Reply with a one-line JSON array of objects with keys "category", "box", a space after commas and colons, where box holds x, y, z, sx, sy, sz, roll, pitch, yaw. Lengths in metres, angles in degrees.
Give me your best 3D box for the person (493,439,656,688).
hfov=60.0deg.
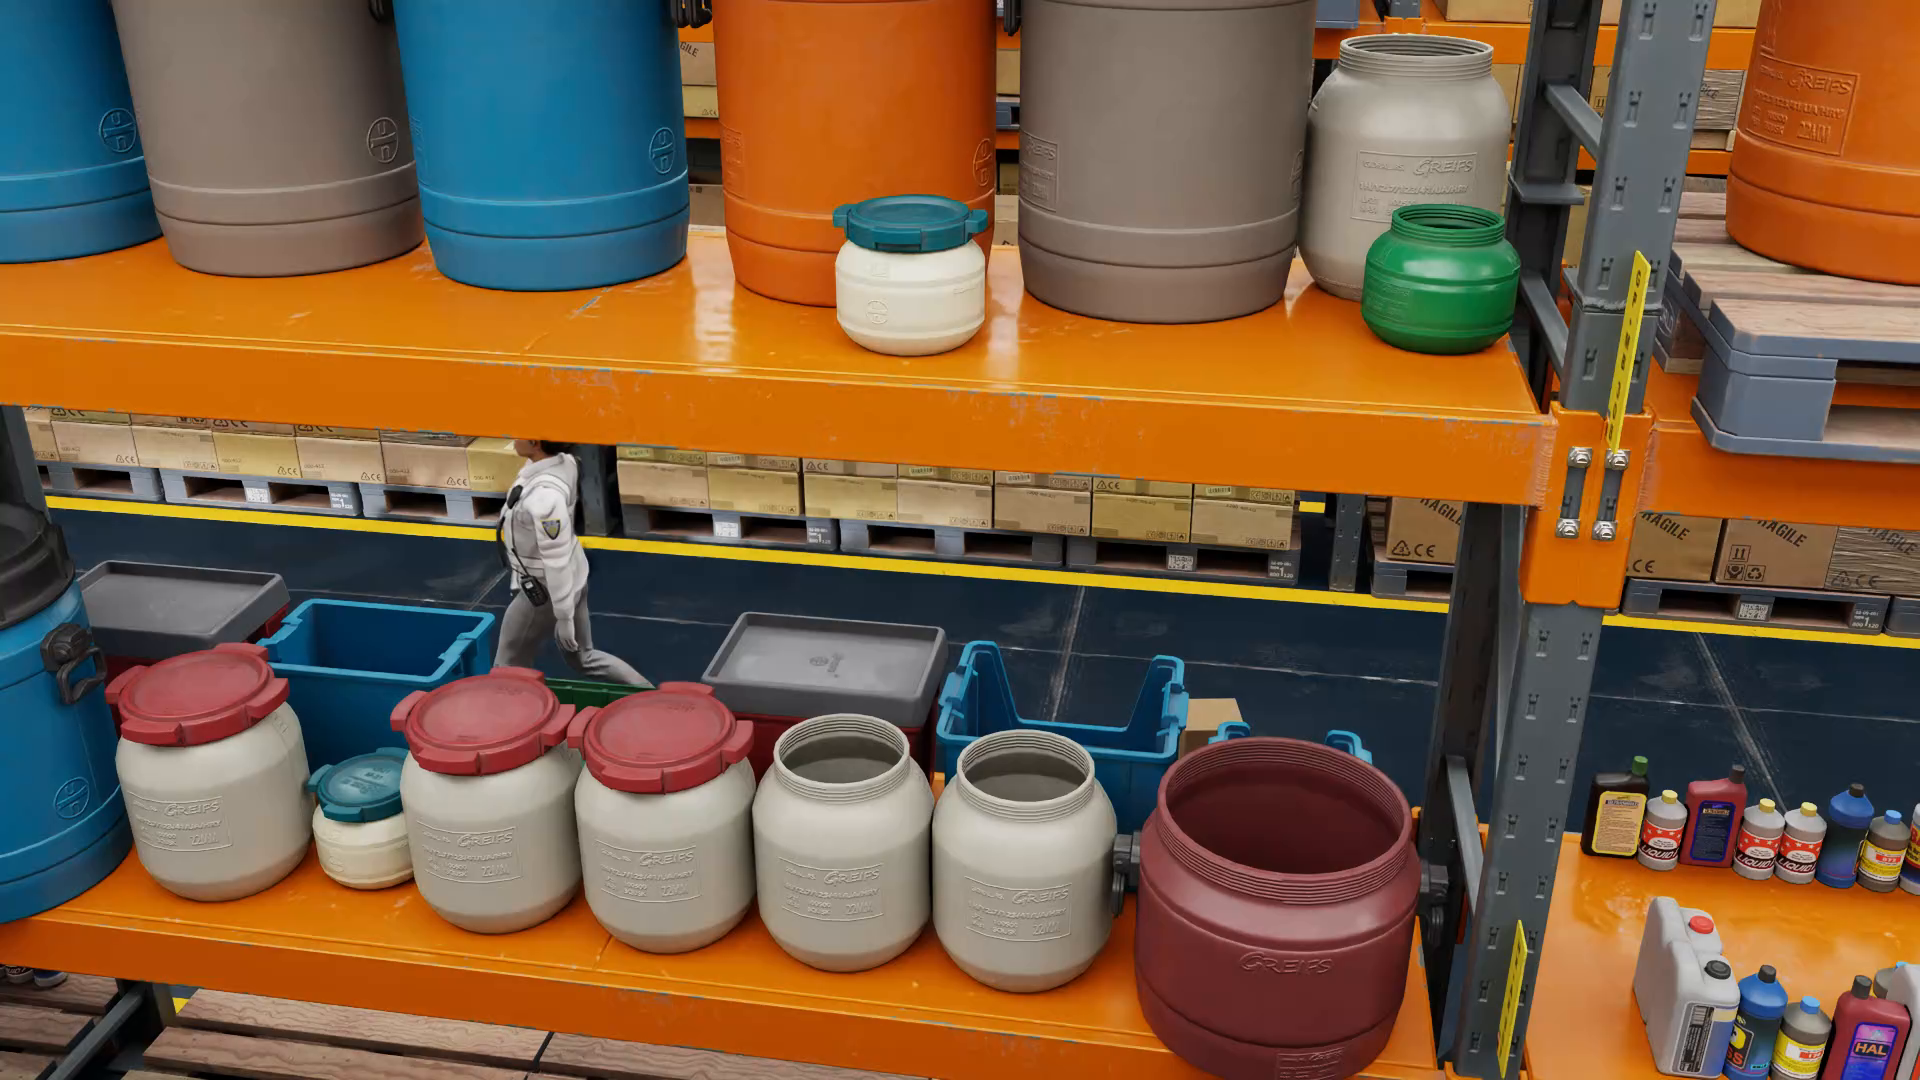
[{"category": "person", "box": [-1.622, 0.174, 6.680, 0.916, 1.647, 0.499, -1, 25, -2]}]
